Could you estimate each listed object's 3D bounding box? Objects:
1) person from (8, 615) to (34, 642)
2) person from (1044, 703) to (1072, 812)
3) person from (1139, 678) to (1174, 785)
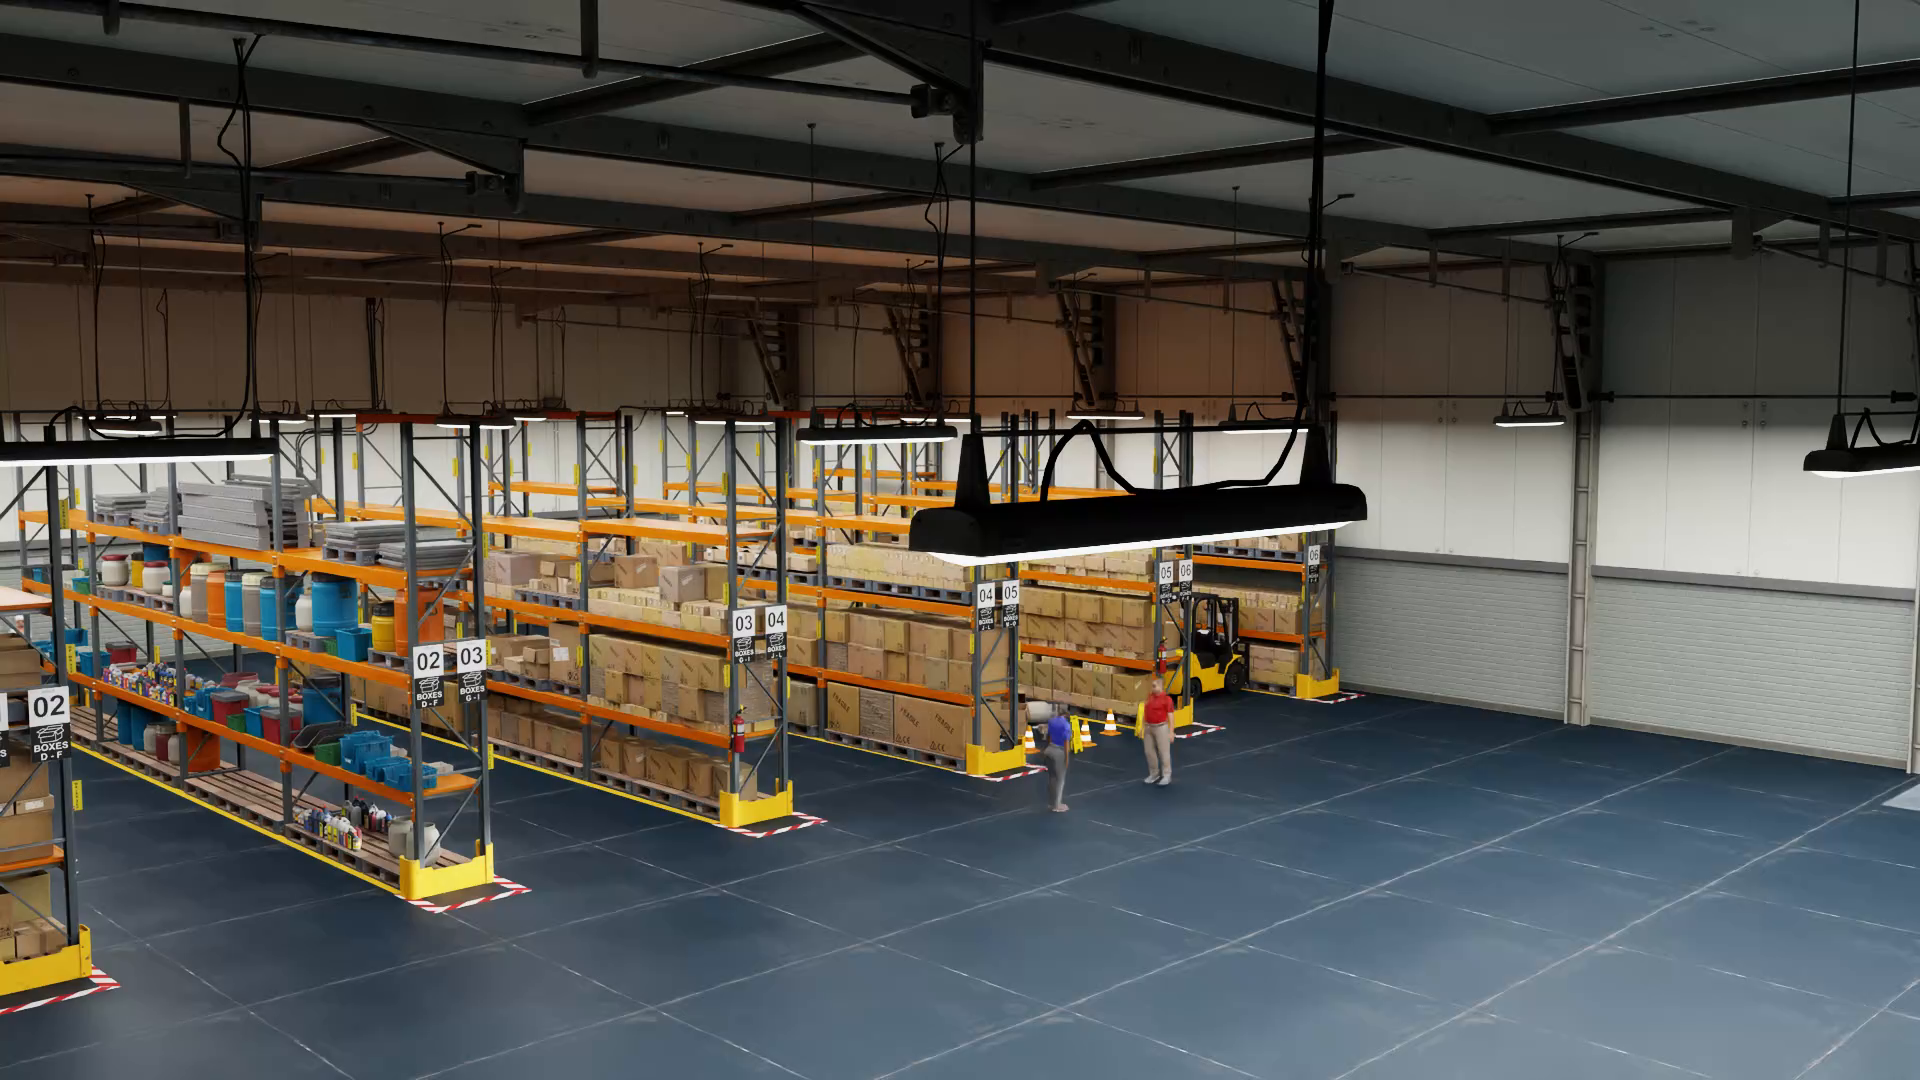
[{"bbox_3d":[-19.546,2.474,34.684,0.449,1.871,0.582,5,7,42],"label":"person"},{"bbox_3d":[1.497,3.316,25.374,0.362,1.657,0.468,-4,6,-37],"label":"person"},{"bbox_3d":[3.212,3.129,27.109,0.658,1.773,0.394,4,7,42],"label":"person"}]
